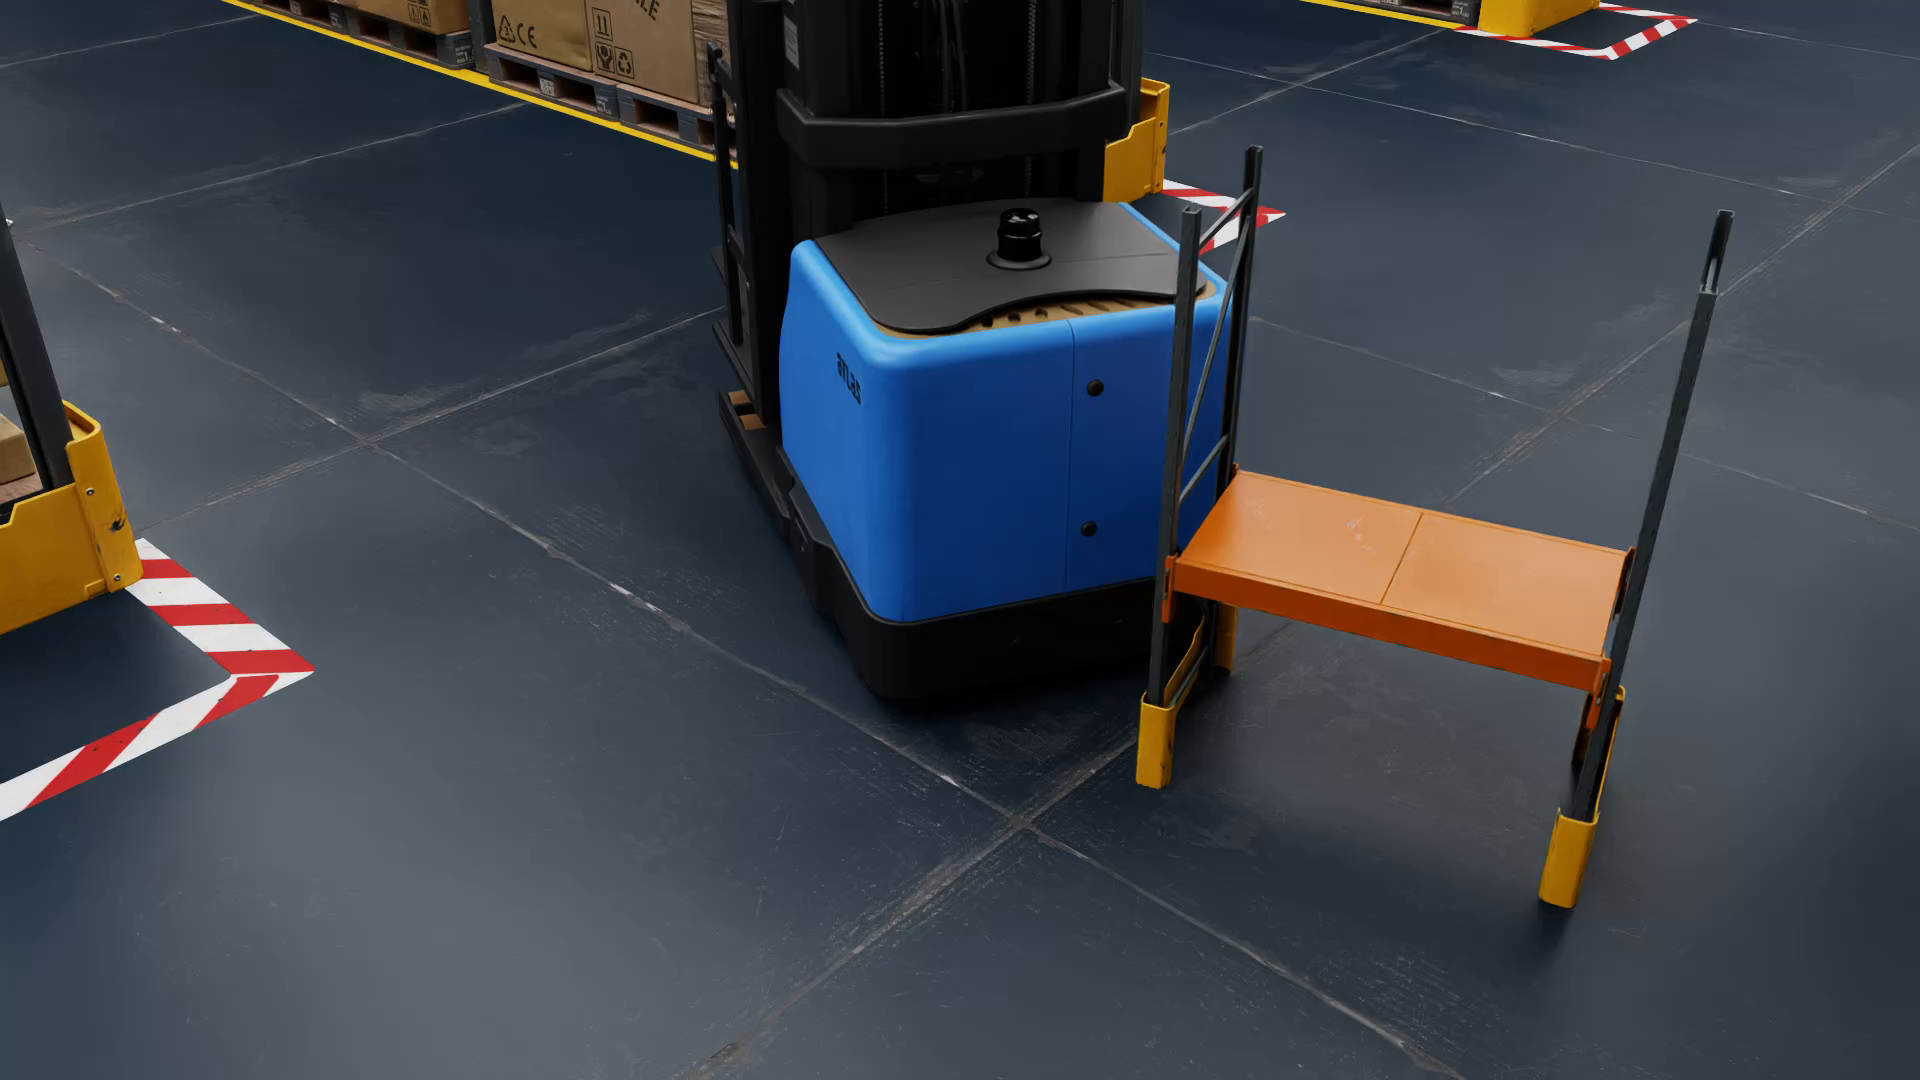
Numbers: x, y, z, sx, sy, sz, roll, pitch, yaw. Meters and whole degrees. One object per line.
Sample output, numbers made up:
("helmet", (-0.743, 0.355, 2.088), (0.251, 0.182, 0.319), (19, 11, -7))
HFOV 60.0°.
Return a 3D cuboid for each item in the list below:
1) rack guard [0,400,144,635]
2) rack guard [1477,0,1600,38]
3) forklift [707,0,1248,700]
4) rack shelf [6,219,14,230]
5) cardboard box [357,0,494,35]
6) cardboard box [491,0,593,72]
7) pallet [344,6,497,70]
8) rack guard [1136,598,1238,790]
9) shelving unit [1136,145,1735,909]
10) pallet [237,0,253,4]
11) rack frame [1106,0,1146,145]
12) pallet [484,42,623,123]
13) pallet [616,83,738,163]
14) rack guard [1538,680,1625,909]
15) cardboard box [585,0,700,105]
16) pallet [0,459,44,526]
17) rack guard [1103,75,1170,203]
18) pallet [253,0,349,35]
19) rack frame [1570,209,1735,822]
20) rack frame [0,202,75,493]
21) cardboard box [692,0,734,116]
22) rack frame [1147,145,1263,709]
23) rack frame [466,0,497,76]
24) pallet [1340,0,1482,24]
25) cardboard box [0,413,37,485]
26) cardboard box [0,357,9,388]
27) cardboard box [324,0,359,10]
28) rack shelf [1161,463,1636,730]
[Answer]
("rack guard", (-2.981, 0.062, 4.663), (0.348, 0.500, 1.175), (25, 39, 35))
("rack guard", (3.829, -3.664, 10.852), (0.348, 0.500, 1.175), (25, 39, 35))
("forklift", (-0.209, -1.581, 5.035), (1.130, 2.935, 3.031), (-10, 32, -16))
("rack shelf", (-4.407, -1.367, 5.310), (4.000, 0.370, 1.077), (25, 39, 35))
("cardboard box", (-2.975, -3.713, 10.162), (0.875, 0.875, 1.225), (25, 39, 35))
("cardboard box", (-2.051, -3.240, 9.376), (0.875, 0.875, 0.875), (25, 39, 35))
("pallet", (-3.110, -3.273, 10.482), (1.213, 0.211, 1.003), (25, 39, 35))
("rack guard", (0.602, 0.382, 4.374), (0.087, 0.250, 0.587), (14, 34, 21))
("shelving unit", (1.053, -0.044, 3.869), (1.083, 1.500, 0.587), (14, 34, 21))
("pallet", (-4.919, -4.117, 11.884), (1.213, 0.211, 1.003), (25, 39, 35))
("rack frame", (0.479, -2.845, 7.067), (0.127, 3.000, 1.000), (25, 39, 35))
("pallet", (-1.976, -2.741, 9.599), (1.213, 0.211, 1.003), (25, 39, 35))
("pallet", (-1.067, -2.319, 8.898), (1.213, 0.211, 1.003), (25, 39, 35))
("rack guard", (1.503, 0.601, 4.009), (0.087, 0.250, 0.587), (14, 34, 21))
("cardboard box", (-1.384, -2.928, 8.859), (0.875, 0.875, 0.875), (25, 39, 35))
("pallet", (-3.560, -0.109, 5.227), (1.213, 0.211, 1.003), (25, 39, 35))
("rack guard", (0.496, -1.766, 7.698), (0.348, 0.500, 1.175), (25, 39, 35))
("pallet", (-4.019, -3.695, 11.183), (1.213, 0.211, 1.003), (25, 39, 35))
("rack frame", (1.504, 0.066, 3.687), (0.032, 1.500, 0.500), (14, 34, 21))
("rack frame", (-2.925, -0.983, 3.975), (0.127, 3.000, 1.000), (25, 39, 35))
("cardboard box", (-0.724, -2.620, 8.347), (0.875, 0.875, 0.875), (25, 39, 35))
("rack frame", (0.585, -0.158, 4.059), (0.032, 1.500, 0.500), (14, 34, 21))
("rack frame", (-2.487, -4.229, 9.367), (0.127, 3.000, 1.000), (25, 39, 35))
("pallet", (3.217, -3.844, 11.431), (1.213, 0.211, 1.003), (25, 39, 35))
("cardboard box", (-3.098, -0.245, 5.106), (0.250, 0.149, 0.380), (26, 40, 36))
("cardboard box", (-3.085, -0.508, 4.965), (0.250, 0.149, 0.380), (23, 38, 33))
("cardboard box", (-3.638, -4.022, 10.675), (0.875, 0.875, 1.225), (24, 38, 34))
("rack shelf", (1.045, 0.108, 3.965), (1.000, 0.185, 0.538), (14, 34, 21))
